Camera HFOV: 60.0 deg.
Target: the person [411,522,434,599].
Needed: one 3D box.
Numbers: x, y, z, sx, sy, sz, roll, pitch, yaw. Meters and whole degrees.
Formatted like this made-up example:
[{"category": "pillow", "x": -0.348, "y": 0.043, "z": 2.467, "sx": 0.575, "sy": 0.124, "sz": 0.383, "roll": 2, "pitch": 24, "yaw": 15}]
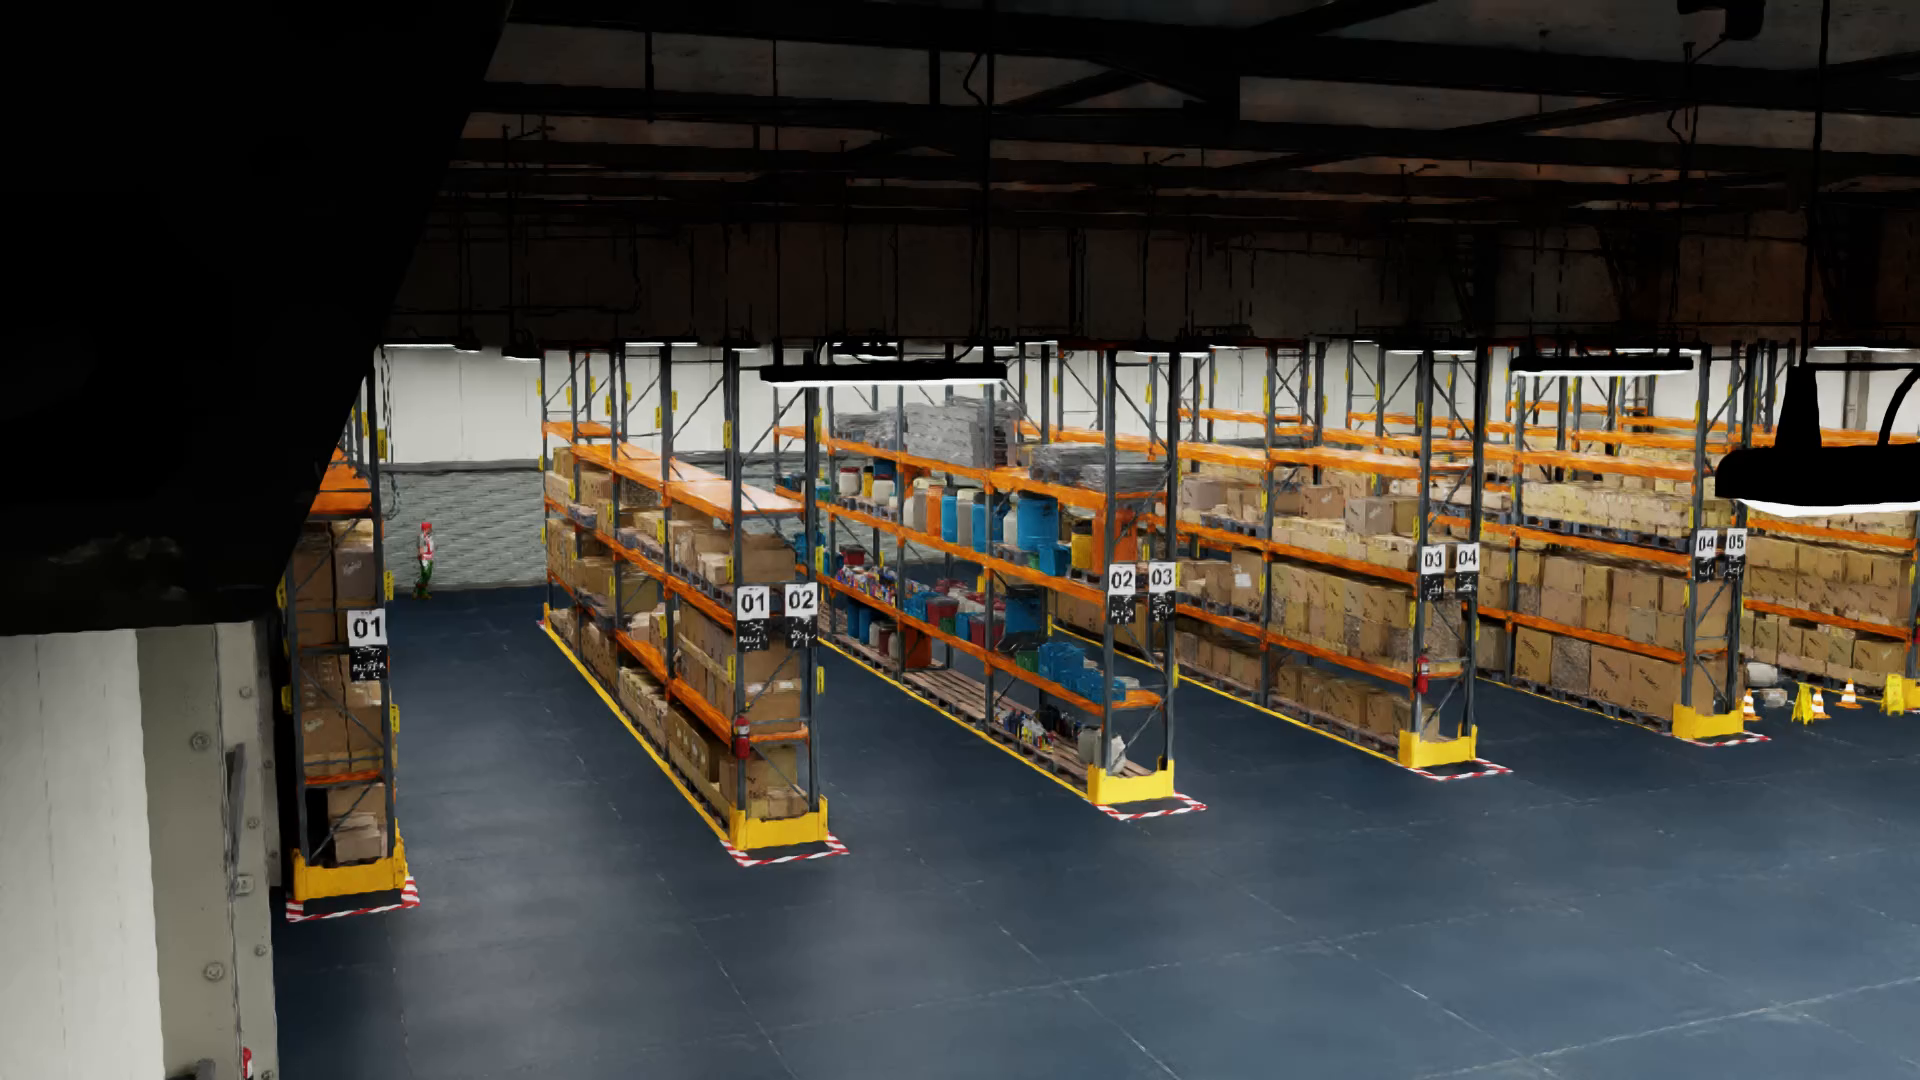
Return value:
[{"category": "person", "x": -12.353, "y": 0.471, "z": 38.210, "sx": 0.463, "sy": 1.780, "sz": 0.701, "roll": 1, "pitch": 7, "yaw": 5}]
